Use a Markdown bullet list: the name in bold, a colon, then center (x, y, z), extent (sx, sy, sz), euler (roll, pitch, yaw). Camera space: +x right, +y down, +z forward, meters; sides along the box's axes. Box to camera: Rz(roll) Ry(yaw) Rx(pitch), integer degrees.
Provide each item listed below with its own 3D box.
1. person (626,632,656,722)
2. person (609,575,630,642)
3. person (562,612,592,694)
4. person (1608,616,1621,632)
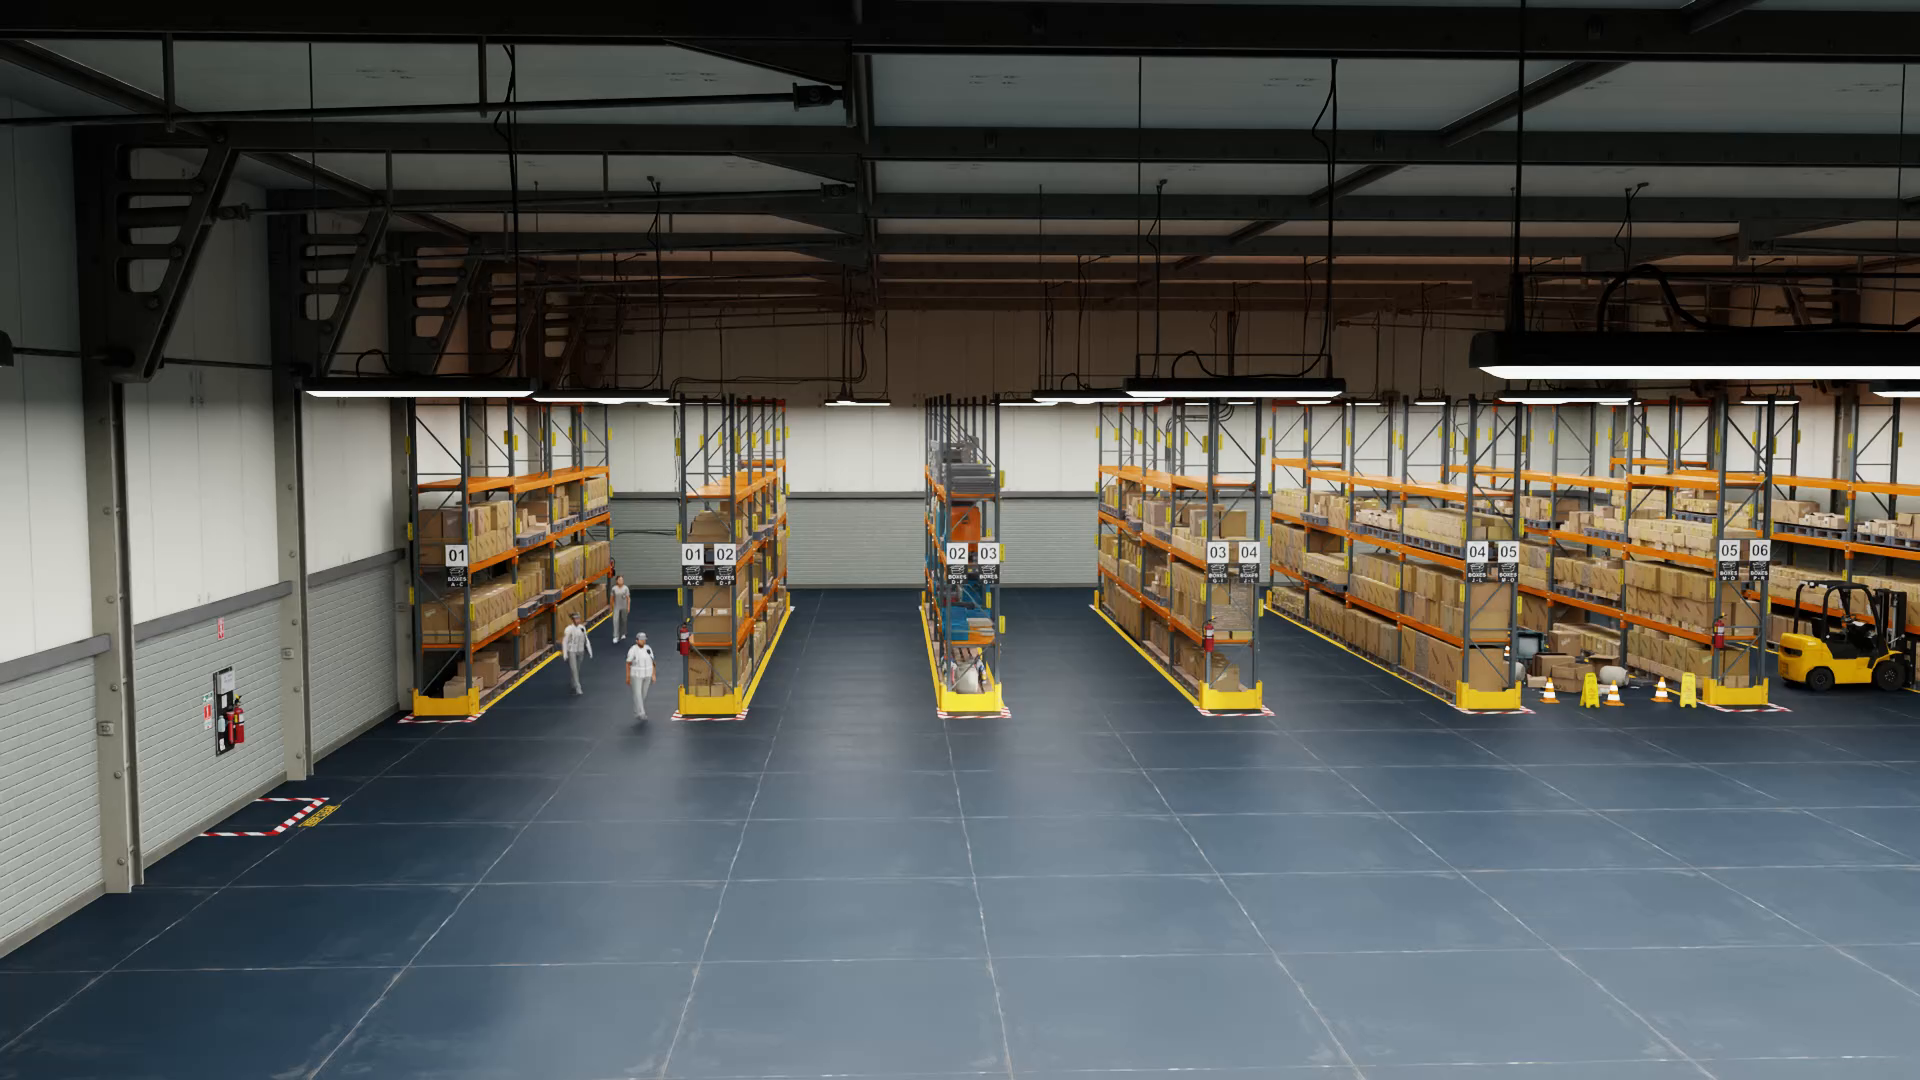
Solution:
- **person**: center (-5.802, 2.497, 30.392), extent (0.535, 1.611, 0.983), euler (-4, 6, -40)
- **person**: center (-8.344, 1.668, 40.780), extent (0.510, 1.600, 1.044), euler (-1, 5, -12)
- **person**: center (-7.722, 2.238, 33.491), extent (0.555, 1.604, 1.062), euler (-3, 5, -32)
- **person**: center (16.236, 1.600, 41.089), extent (0.566, 1.772, 0.537), euler (0, 5, -4)
